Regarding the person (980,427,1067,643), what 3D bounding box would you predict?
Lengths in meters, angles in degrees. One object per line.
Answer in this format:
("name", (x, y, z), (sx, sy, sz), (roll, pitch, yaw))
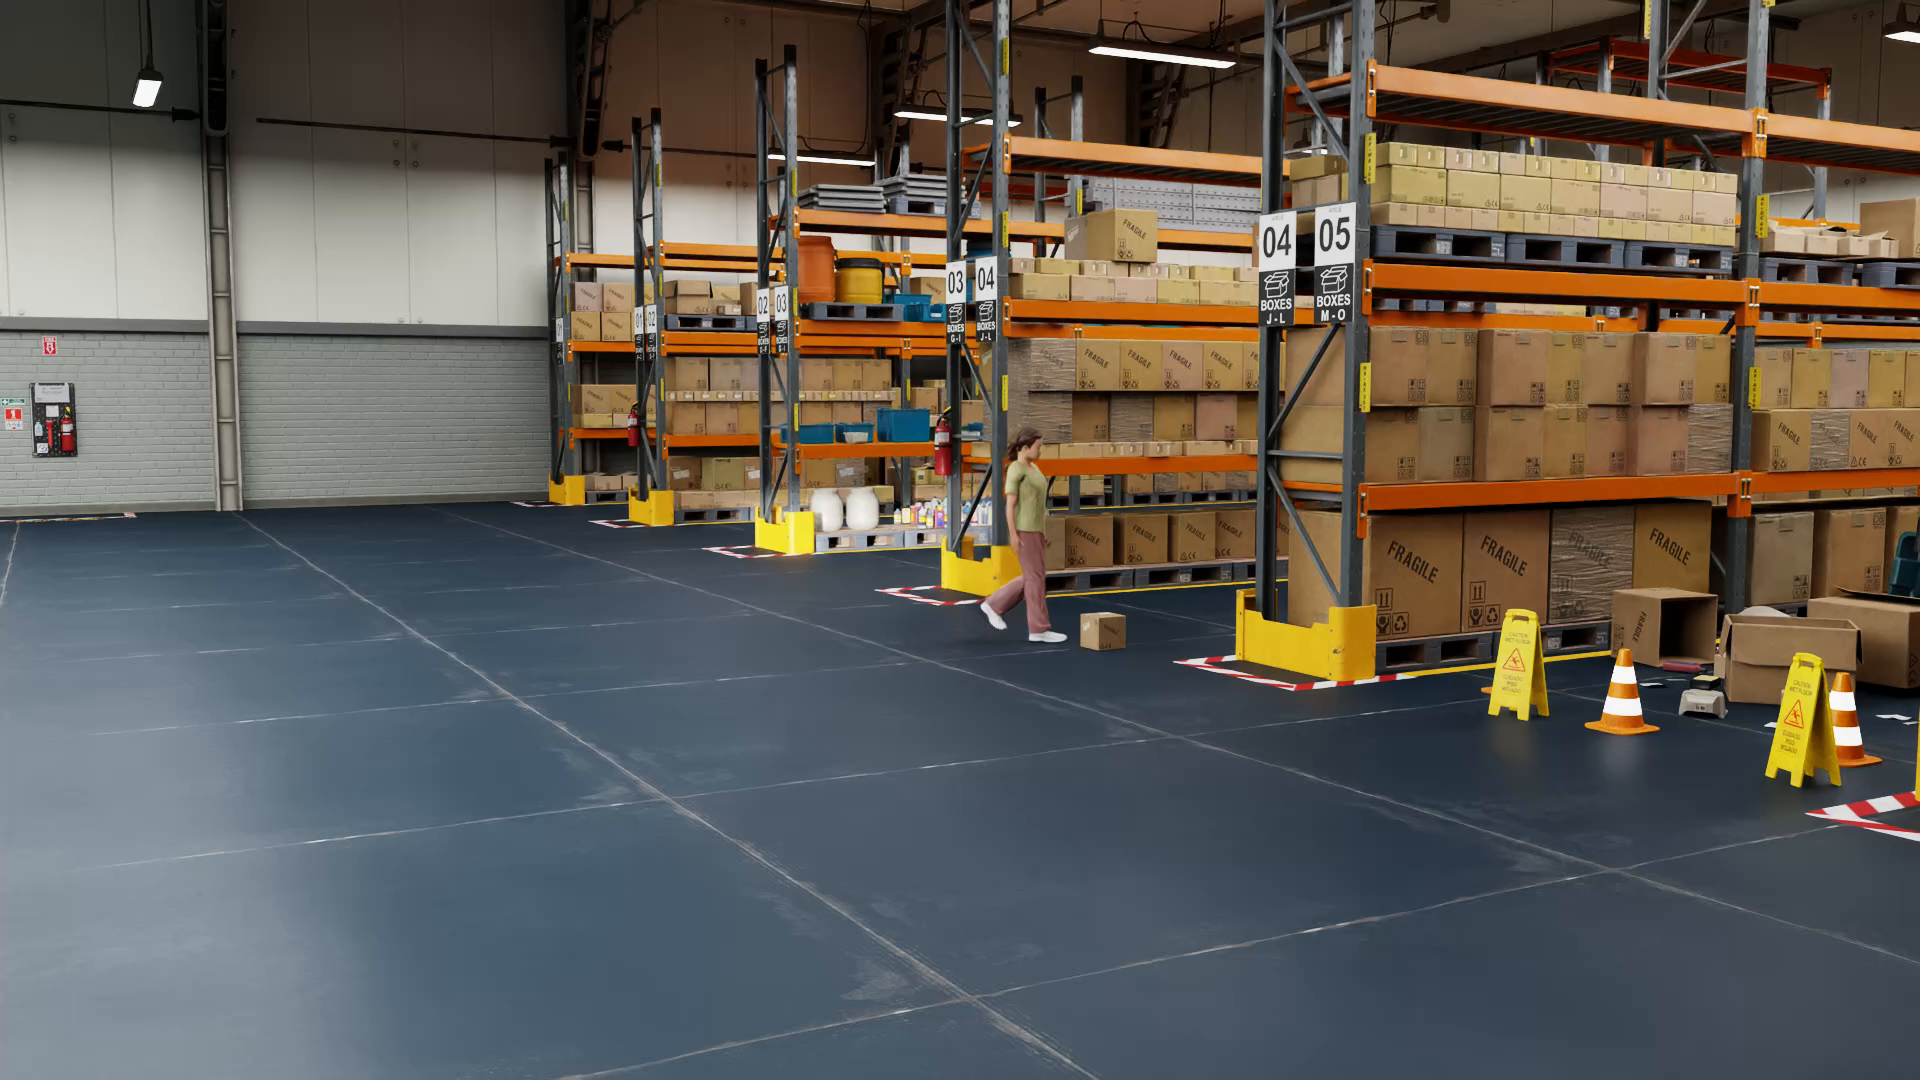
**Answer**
("person", (0.486, -0.050, 12.947), (0.754, 1.664, 0.467), (2, 5, 19))
